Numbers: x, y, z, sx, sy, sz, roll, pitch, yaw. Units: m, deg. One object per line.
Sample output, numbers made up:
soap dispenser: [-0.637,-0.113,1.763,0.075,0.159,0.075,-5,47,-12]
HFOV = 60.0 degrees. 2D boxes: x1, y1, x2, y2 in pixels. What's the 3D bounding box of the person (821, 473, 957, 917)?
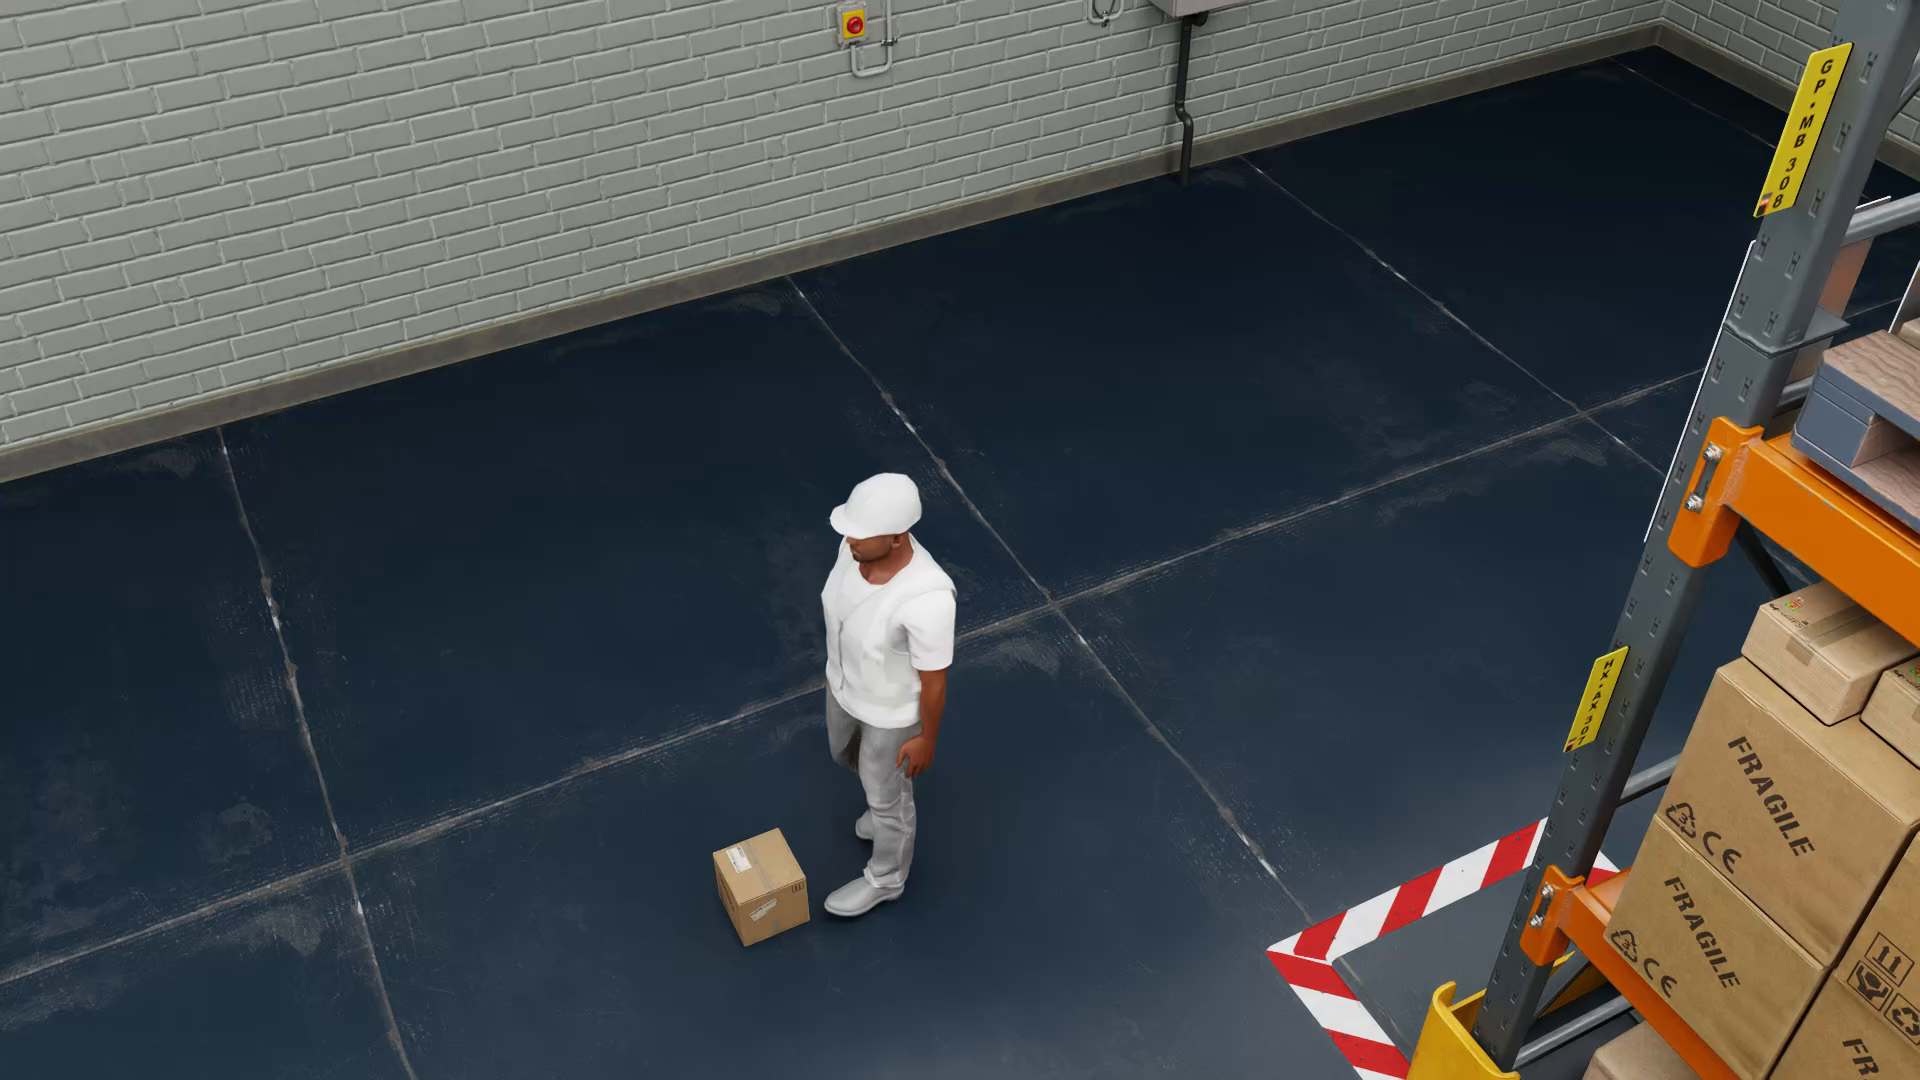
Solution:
person: [-0.306,0.521,5.536,0.547,1.767,0.587,-23,46,-24]
